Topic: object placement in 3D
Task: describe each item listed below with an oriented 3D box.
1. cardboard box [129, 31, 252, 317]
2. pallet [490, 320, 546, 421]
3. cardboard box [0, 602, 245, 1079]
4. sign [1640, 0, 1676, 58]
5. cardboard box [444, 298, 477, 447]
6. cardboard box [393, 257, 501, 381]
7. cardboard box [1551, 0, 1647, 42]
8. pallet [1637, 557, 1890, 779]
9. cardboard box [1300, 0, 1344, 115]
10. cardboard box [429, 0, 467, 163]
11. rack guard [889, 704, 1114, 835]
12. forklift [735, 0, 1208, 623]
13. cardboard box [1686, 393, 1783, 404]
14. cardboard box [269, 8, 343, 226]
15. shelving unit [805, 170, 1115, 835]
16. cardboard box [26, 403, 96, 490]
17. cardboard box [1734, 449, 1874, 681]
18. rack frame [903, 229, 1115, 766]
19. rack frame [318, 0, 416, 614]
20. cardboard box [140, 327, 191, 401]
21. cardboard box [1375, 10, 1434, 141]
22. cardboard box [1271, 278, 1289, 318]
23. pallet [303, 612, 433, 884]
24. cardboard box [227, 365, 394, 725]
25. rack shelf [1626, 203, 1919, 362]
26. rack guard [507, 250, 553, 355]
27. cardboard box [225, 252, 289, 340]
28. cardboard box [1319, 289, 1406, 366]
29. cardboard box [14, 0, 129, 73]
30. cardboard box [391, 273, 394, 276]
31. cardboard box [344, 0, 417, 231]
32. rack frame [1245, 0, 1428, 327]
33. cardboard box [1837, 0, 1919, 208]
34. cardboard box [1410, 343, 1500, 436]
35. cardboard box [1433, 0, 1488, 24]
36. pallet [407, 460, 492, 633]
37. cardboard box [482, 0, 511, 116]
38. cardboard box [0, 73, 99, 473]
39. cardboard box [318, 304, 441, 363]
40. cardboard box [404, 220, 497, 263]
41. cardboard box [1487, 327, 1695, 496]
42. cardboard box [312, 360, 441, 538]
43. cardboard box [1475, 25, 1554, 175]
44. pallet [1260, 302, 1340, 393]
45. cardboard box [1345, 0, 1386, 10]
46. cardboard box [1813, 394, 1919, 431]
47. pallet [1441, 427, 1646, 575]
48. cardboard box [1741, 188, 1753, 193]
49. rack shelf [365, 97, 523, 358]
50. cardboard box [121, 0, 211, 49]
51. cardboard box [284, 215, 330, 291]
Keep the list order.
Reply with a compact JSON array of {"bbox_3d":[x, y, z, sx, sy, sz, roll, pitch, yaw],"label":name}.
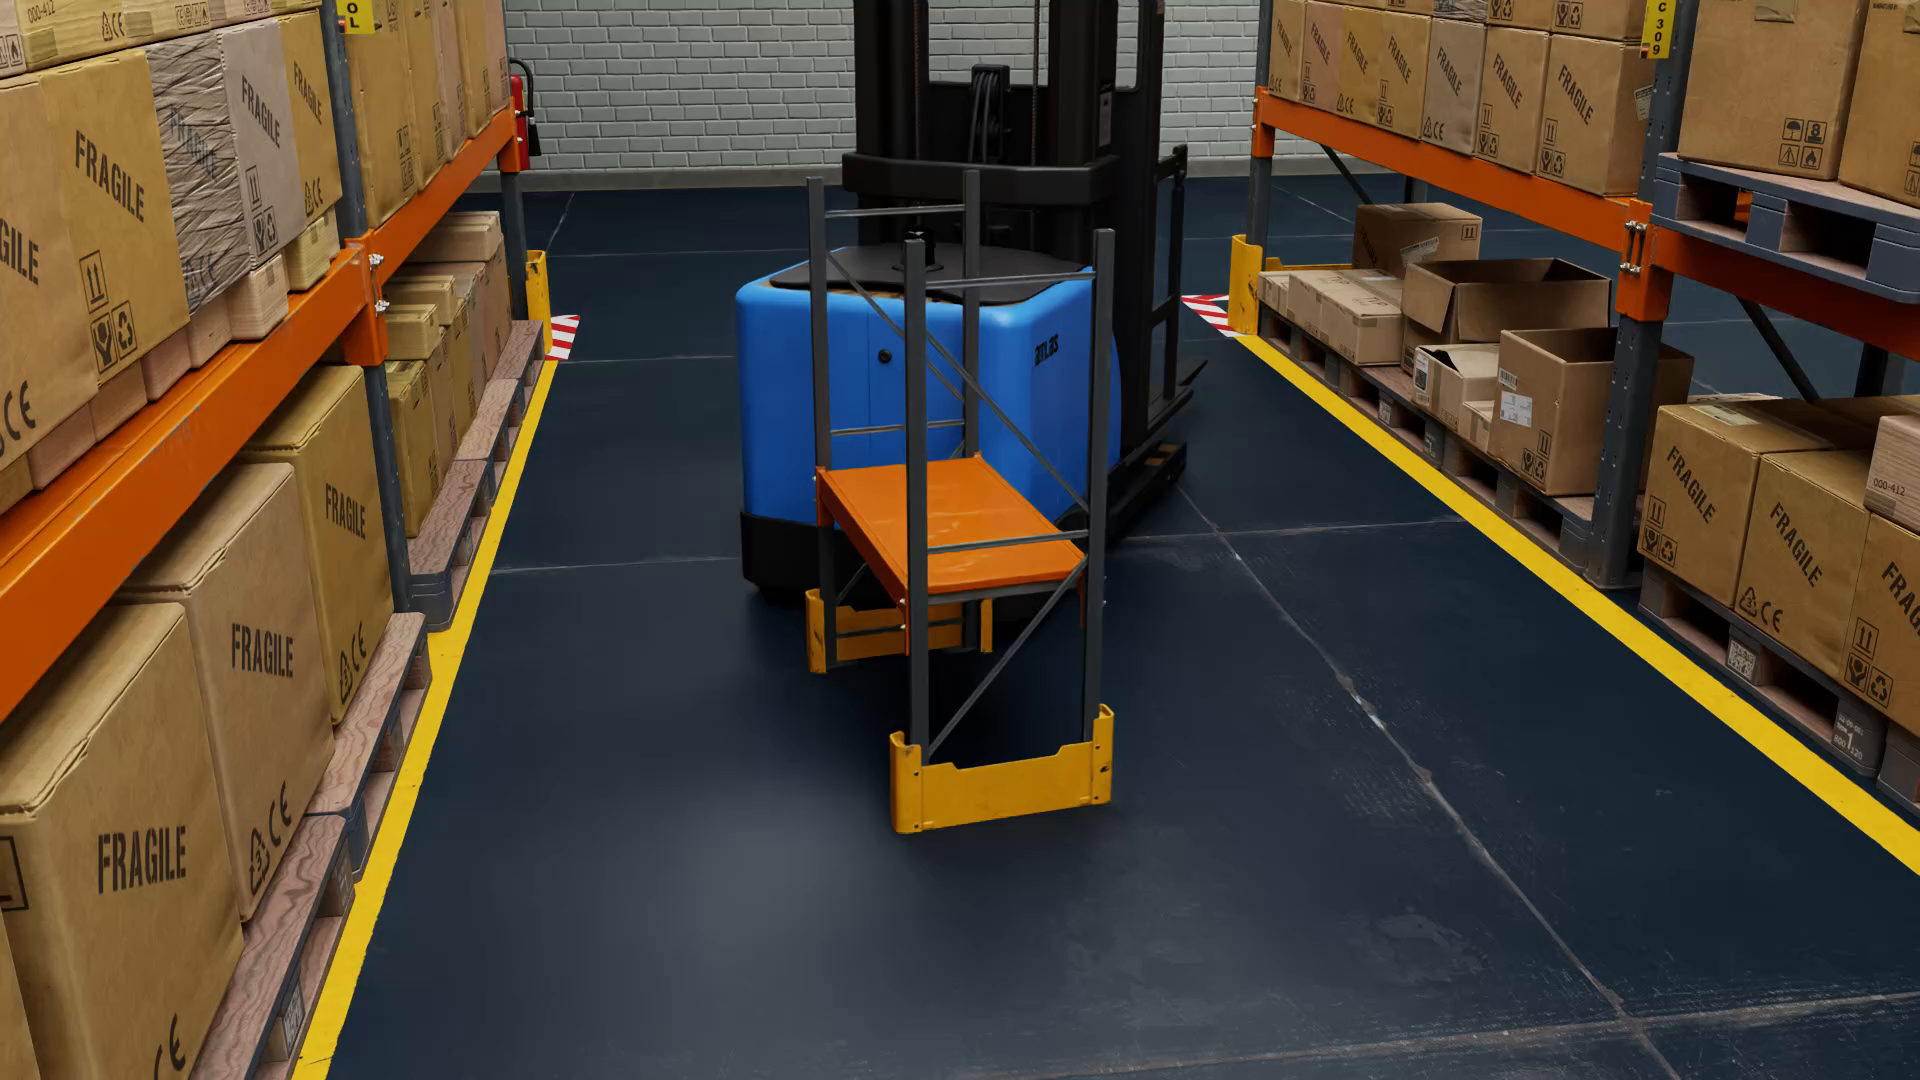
[{"bbox_3d":[-1.747,-0.718,3.256,0.500,0.500,0.500,-3,21,-8],"label":"cardboard box"},{"bbox_3d":[-2.594,-0.826,8.127,1.003,0.211,1.213,-3,21,-8],"label":"pallet"},{"bbox_3d":[-1.729,0.610,2.768,0.750,0.750,0.750,-3,21,-8],"label":"cardboard box"},{"bbox_3d":[2.156,-1.647,5.102,0.100,0.325,0.005,-3,21,-8],"label":"sign"},{"bbox_3d":[-2.357,-0.662,6.675,0.700,0.500,0.500,-2,21,-6],"label":"cardboard box"},{"bbox_3d":[-2.514,-1.021,7.634,0.700,0.500,0.500,-3,21,-8],"label":"cardboard box"},{"bbox_3d":[2.362,-1.949,5.575,0.500,0.500,0.500,-3,21,-7],"label":"cardboard box"},{"bbox_3d":[2.846,0.314,5.073,1.003,0.211,1.213,-3,21,-8],"label":"pallet"},{"bbox_3d":[1.998,-2.358,8.100,0.500,0.500,0.500,-3,21,-8],"label":"cardboard box"},{"bbox_3d":[-2.486,-1.854,6.465,0.980,0.700,0.700,-4,21,-10],"label":"cardboard box"},{"bbox_3d":[0.110,0.588,4.286,0.587,0.250,0.087,-6,21,-16],"label":"rack guard"},{"bbox_3d":[0.288,-1.590,6.283,1.130,2.935,3.031,8,22,21],"label":"forklift"},{"bbox_3d":[2.845,-0.374,6.146,0.500,0.311,0.500,-3,21,-8],"label":"cardboard box"},{"bbox_3d":[-1.894,-1.069,4.195,0.500,0.500,0.500,-3,21,-9],"label":"cardboard box"},{"bbox_3d":[-0.038,-0.164,4.513,0.587,1.500,1.083,-6,21,-16],"label":"shelving unit"},{"bbox_3d":[-1.683,-0.184,2.751,0.380,0.149,0.250,-3,21,-7],"label":"cardboard box"},{"bbox_3d":[2.608,0.057,4.720,0.500,0.500,0.500,-3,21,-7],"label":"cardboard box"},{"bbox_3d":[0.116,0.009,4.050,0.500,1.500,0.032,-6,21,-16],"label":"rack frame"},{"bbox_3d":[-2.210,-1.021,4.661,1.000,3.000,0.127,-3,21,-8],"label":"rack frame"},{"bbox_3d":[-1.741,-0.367,3.243,0.380,0.149,0.250,-3,21,-9],"label":"cardboard box"},{"bbox_3d":[2.137,-2.011,7.171,0.500,0.500,0.500,-3,21,-7],"label":"cardboard box"},{"bbox_3d":[1.871,-1.287,8.794,0.380,0.166,0.250,-3,21,-8],"label":"cardboard box"},{"bbox_3d":[-2.024,0.549,4.444,1.003,0.211,1.213,-3,21,-8],"label":"pallet"},{"bbox_3d":[-1.988,0.008,4.379,0.750,0.750,0.750,-3,21,-7],"label":"cardboard box"},{"bbox_3d":[2.980,-0.242,3.606,1.077,0.370,4.000,-3,21,-8],"label":"rack shelf"},{"bbox_3d":[-2.790,-1.243,8.829,1.175,0.500,0.348,-3,21,-8],"label":"rack guard"},{"bbox_3d":[-1.732,-0.543,3.713,0.380,0.149,0.250,-3,21,-8],"label":"cardboard box"},{"bbox_3d":[2.057,-1.026,7.977,0.500,0.250,0.500,-3,21,-8],"label":"cardboard box"},{"bbox_3d":[-1.678,-0.888,2.638,0.500,0.250,0.500,-3,21,-9],"label":"cardboard box"},{"bbox_3d":[-2.656,-1.181,7.136,0.380,0.149,0.250,-3,21,-7],"label":"cardboard box"},{"bbox_3d":[-2.272,-1.350,5.114,0.980,0.700,0.700,-3,21,-7],"label":"cardboard box"},{"bbox_3d":[2.115,-2.657,9.042,1.000,3.000,0.127,-3,21,-8],"label":"rack frame"},{"bbox_3d":[2.700,-1.105,4.145,0.700,0.500,0.500,0,20,1],"label":"cardboard box"},{"bbox_3d":[2.221,-0.661,6.912,0.500,0.311,0.500,-3,21,-8],"label":"cardboard box"},{"bbox_3d":[2.213,-2.301,6.517,0.500,0.500,0.500,-3,21,-7],"label":"cardboard box"},{"bbox_3d":[-2.242,0.019,5.865,1.003,0.211,1.213,-3,21,-8],"label":"pallet"},{"bbox_3d":[-2.703,-2.370,7.846,0.980,0.700,0.700,-2,21,-5],"label":"cardboard box"},{"bbox_3d":[-1.587,-0.366,2.312,0.500,0.500,0.500,-3,21,-8],"label":"cardboard box"},{"bbox_3d":[-2.085,-0.742,5.961,0.380,0.149,0.250,-2,21,-6],"label":"cardboard box"},{"bbox_3d":[-2.350,-1.374,7.653,0.380,0.149,0.250,-2,21,-6],"label":"cardboard box"},{"bbox_3d":[2.329,-0.490,6.184,0.500,0.500,0.500,-3,21,-8],"label":"cardboard box"},{"bbox_3d":[-2.216,-0.310,5.732,0.700,0.500,0.500,-3,21,-7],"label":"cardboard box"},{"bbox_3d":[2.290,-1.657,6.223,0.500,0.500,0.500,-2,21,-6],"label":"cardboard box"},{"bbox_3d":[2.242,-1.048,8.720,1.003,0.211,1.213,-3,21,-8],"label":"pallet"},{"bbox_3d":[2.068,-2.651,7.454,0.500,0.500,0.500,-3,21,-7],"label":"cardboard box"},{"bbox_3d":[3.046,-0.150,5.276,0.500,0.500,0.500,-3,21,-8],"label":"cardboard box"},{"bbox_3d":[2.593,-0.203,6.459,1.003,0.211,1.213,-3,21,-8],"label":"pallet"},{"bbox_3d":[2.888,-1.509,5.826,0.500,0.500,0.500,-2,21,-6],"label":"cardboard box"},{"bbox_3d":[-2.498,-1.376,6.641,1.077,0.370,4.000,-3,21,-8],"label":"rack shelf"},{"bbox_3d":[-1.752,-1.064,3.111,0.500,0.250,0.500,-3,21,-7],"label":"cardboard box"},{"bbox_3d":[-1.821,-0.723,4.196,0.380,0.149,0.250,-3,21,-7],"label":"cardboard box"}]
